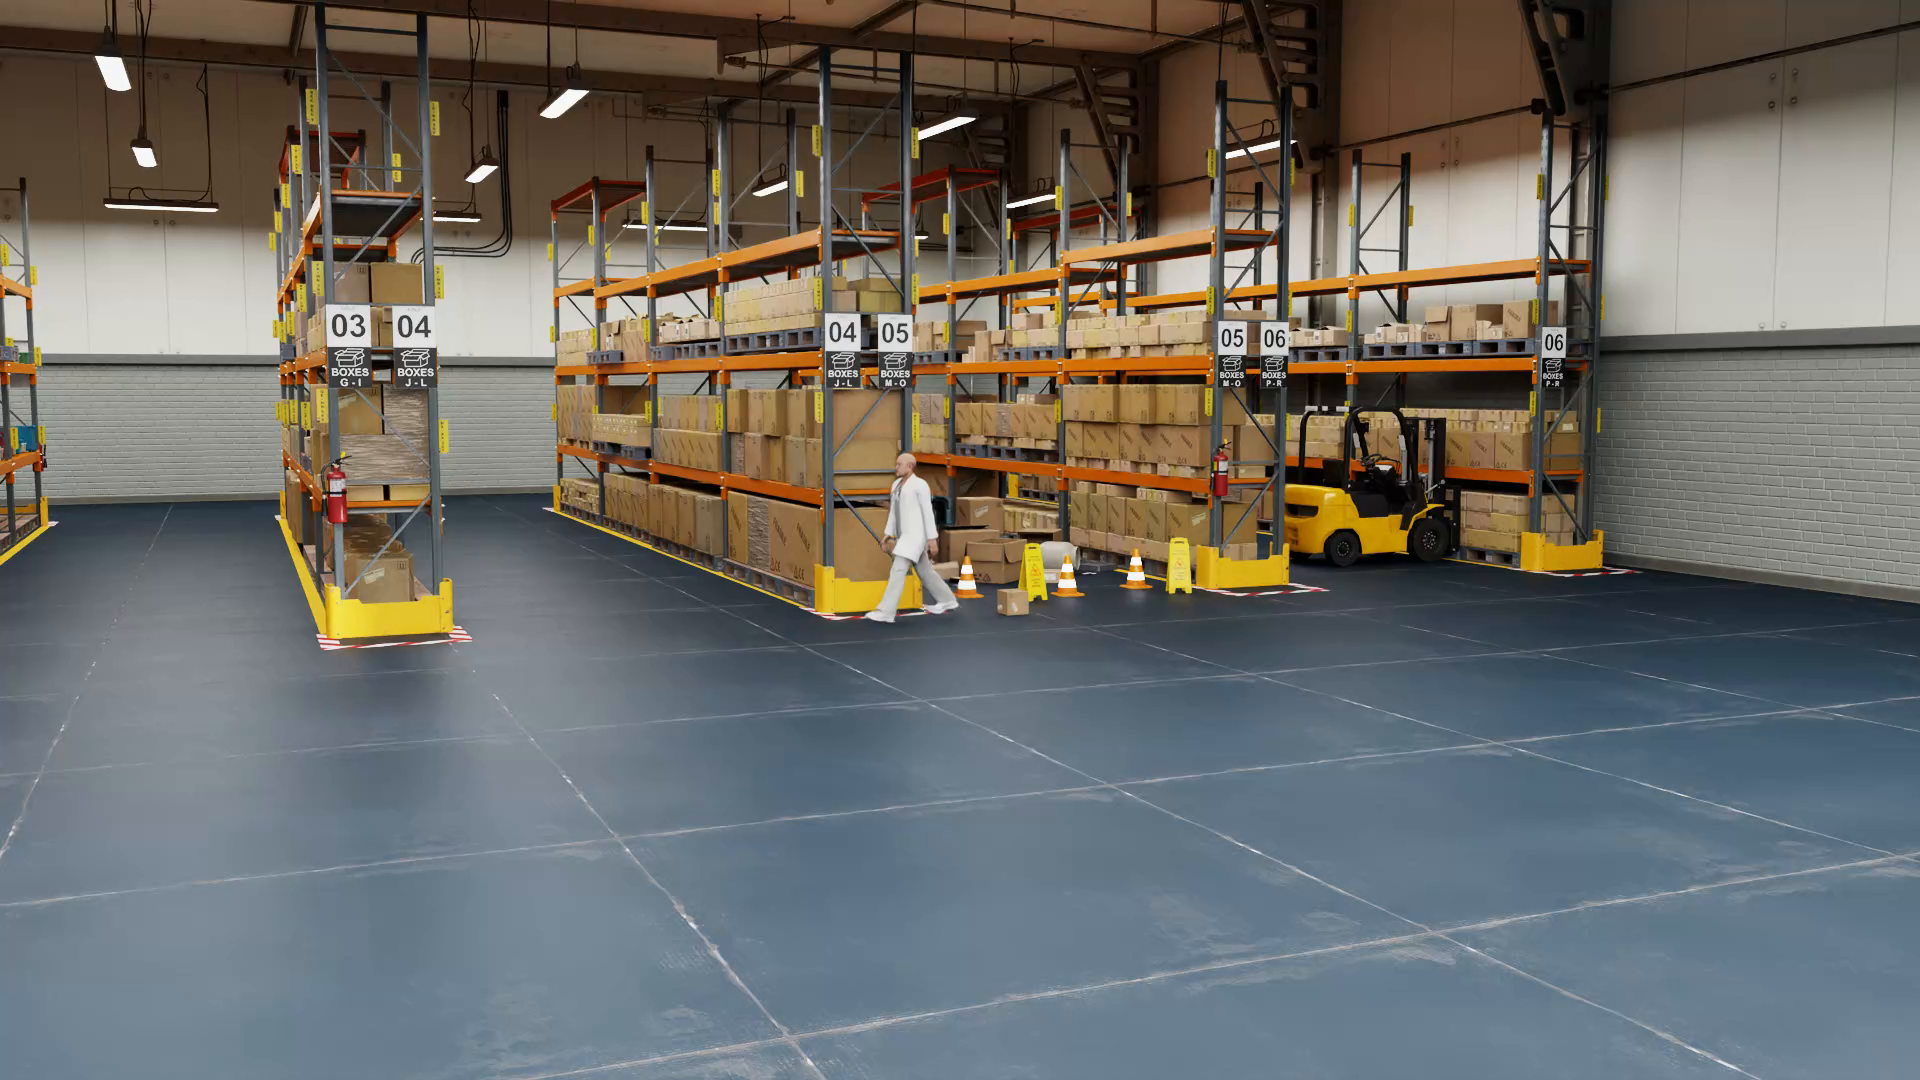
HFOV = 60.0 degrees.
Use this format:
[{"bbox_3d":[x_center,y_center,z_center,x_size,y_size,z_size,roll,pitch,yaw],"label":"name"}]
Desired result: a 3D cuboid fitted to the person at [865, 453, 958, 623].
[{"bbox_3d":[-0.512,-0.033,17.149,1.151,1.726,0.612,-3,6,-29],"label":"person"}]
